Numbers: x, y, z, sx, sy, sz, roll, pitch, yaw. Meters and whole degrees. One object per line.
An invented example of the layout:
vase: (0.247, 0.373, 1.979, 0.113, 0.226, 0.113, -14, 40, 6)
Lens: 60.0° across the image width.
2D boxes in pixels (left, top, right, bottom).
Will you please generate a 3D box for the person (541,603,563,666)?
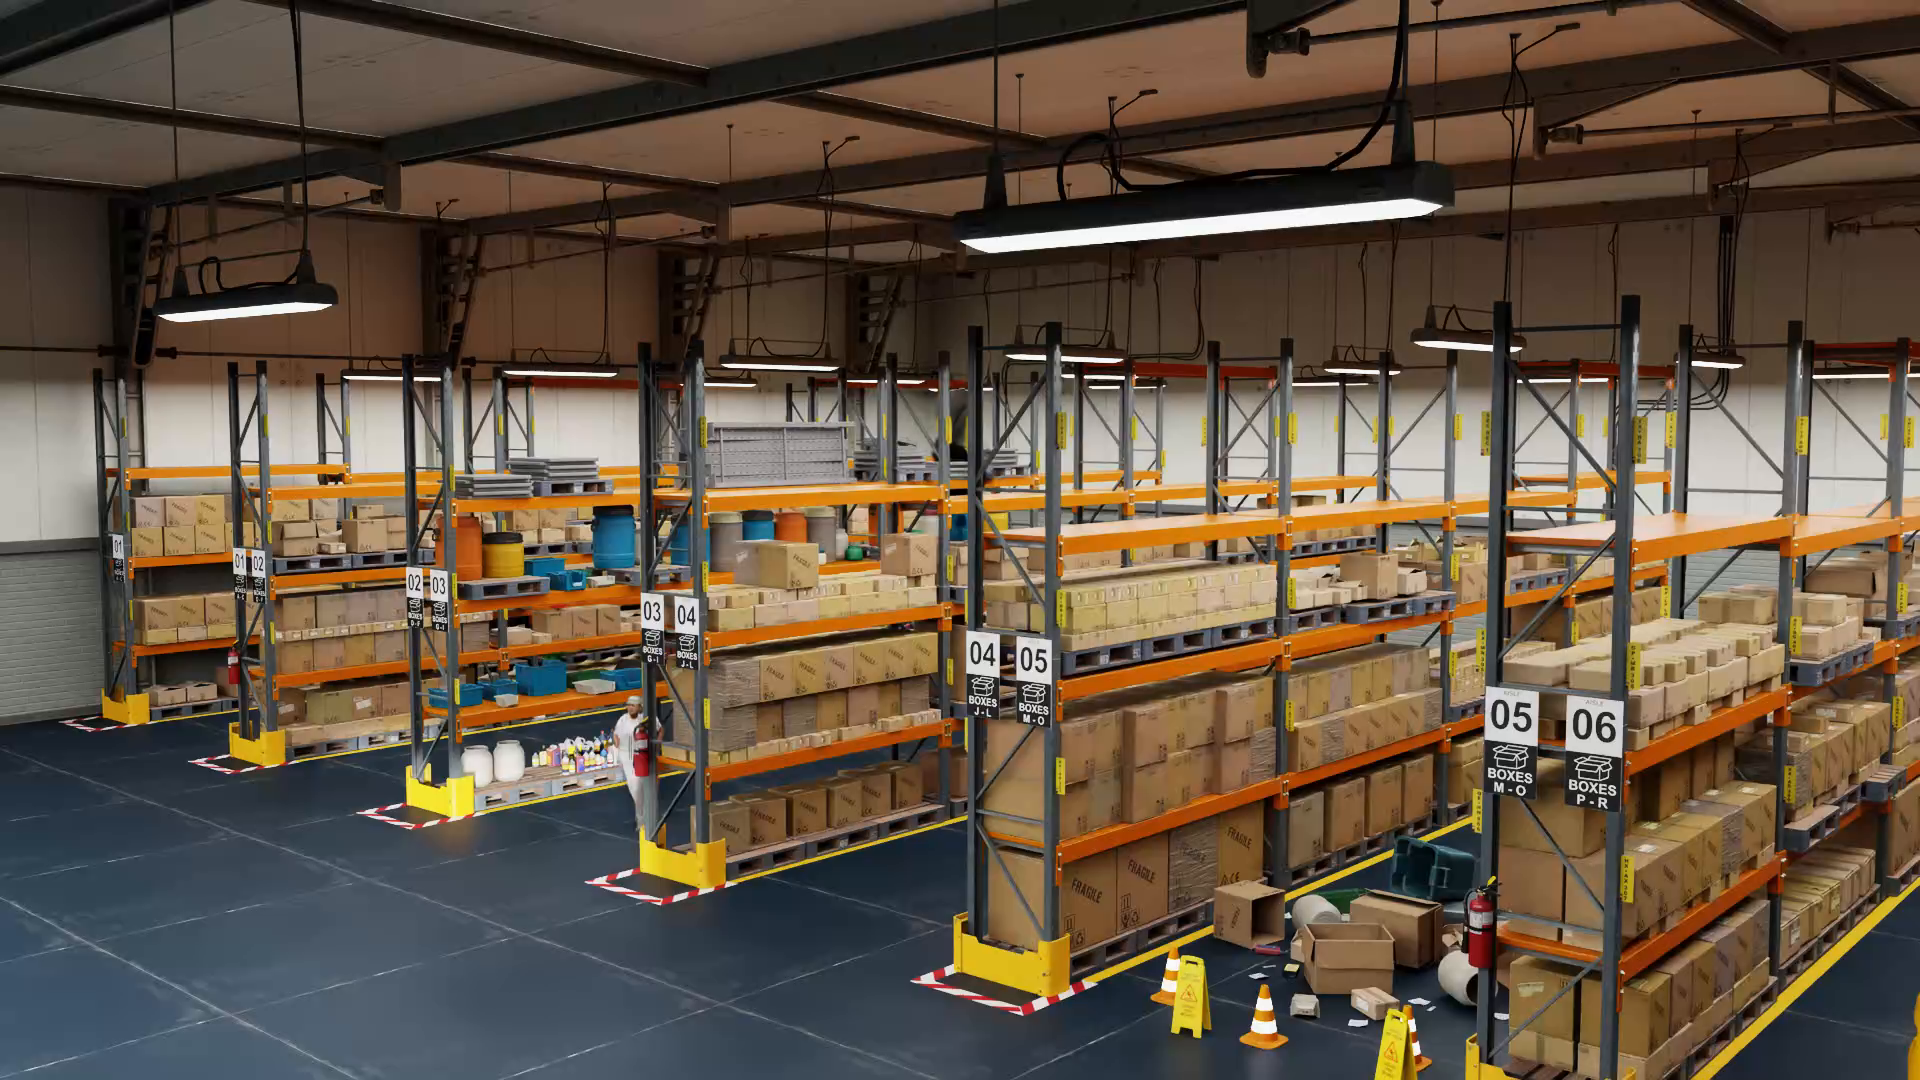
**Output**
person: (-7.493, 2.028, 30.958, 0.700, 1.741, 0.600, 4, 6, 42)

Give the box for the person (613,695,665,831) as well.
person: (-4.098, 2.808, 21.013, 0.590, 1.716, 0.730, 1, 4, 18)
